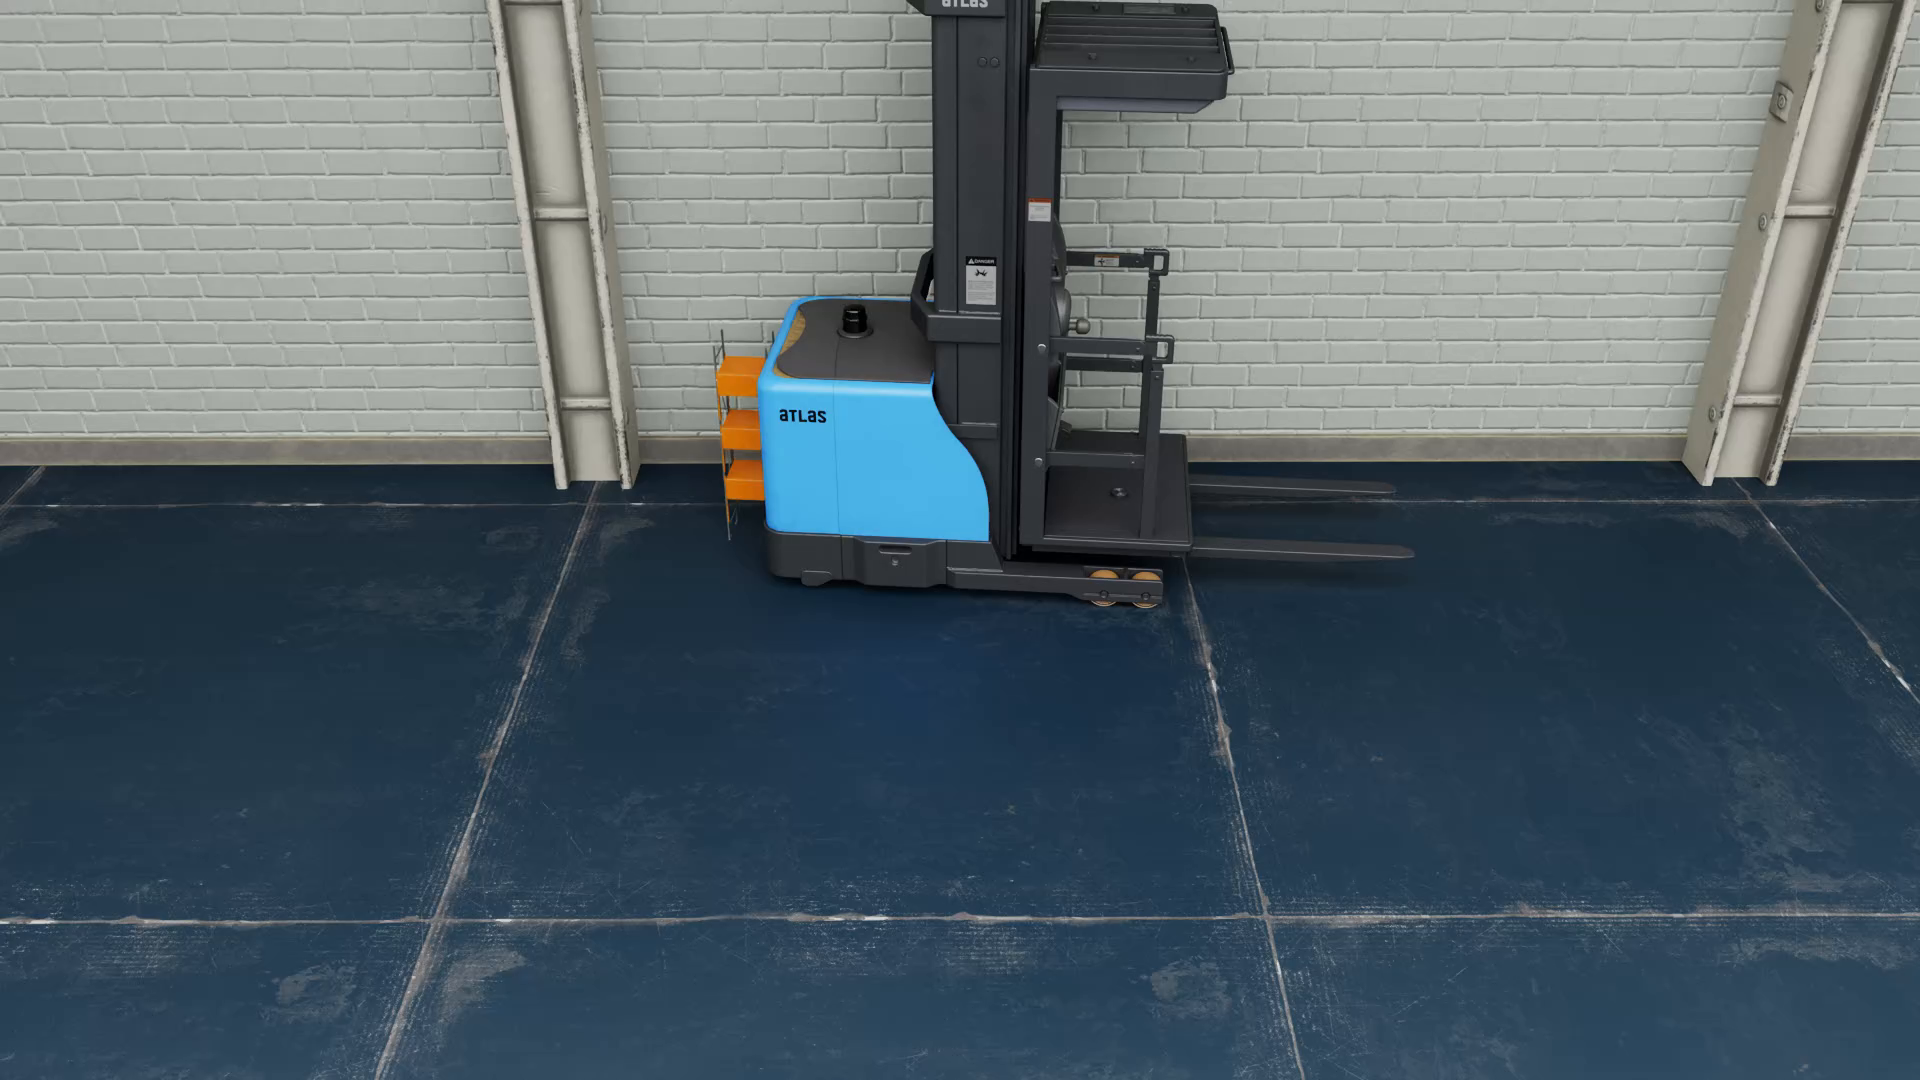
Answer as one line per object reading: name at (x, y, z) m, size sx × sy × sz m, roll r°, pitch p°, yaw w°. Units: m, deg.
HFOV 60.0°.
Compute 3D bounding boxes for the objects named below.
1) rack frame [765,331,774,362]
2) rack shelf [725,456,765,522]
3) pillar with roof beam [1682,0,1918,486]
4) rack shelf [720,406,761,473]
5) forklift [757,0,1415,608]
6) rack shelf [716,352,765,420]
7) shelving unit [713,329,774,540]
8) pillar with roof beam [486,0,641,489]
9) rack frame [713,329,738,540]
rack frame at (-0.891, -0.488, 8.042) m, size 0.008 × 1.050 × 0.200 m, roll 3°, pitch 31°, yaw 4°
rack shelf at (-1.013, -0.246, 8.200) m, size 0.240 × 0.259 × 0.215 m, roll 3°, pitch 31°, yaw 4°
pillar with roof beam at (4.112, -1.981, 2.839) m, size 0.400 × 9.000 × 9.100 m, roll 0°, pitch 31°, yaw 0°
rack shelf at (-1.013, -0.484, 8.056) m, size 0.240 × 0.259 × 0.215 m, roll 3°, pitch 31°, yaw 4°
forklift at (0.626, -1.225, 7.443) m, size 3.031 × 2.935 × 1.130 m, roll 3°, pitch 31°, yaw 4°
rack shelf at (-1.013, -0.727, 7.909) m, size 0.240 × 0.259 × 0.215 m, roll 3°, pitch 31°, yaw 4°
shelving unit at (-1.013, -0.493, 8.051) m, size 0.252 × 1.050 × 0.215 m, roll 3°, pitch 31°, yaw 4°
pillar with roof beam at (-1.887, -1.962, 2.809) m, size 0.400 × 9.000 × 9.100 m, roll 0°, pitch 31°, yaw 0°
rack frame at (-1.134, -0.499, 8.060) m, size 0.008 × 1.050 × 0.200 m, roll 3°, pitch 31°, yaw 4°
